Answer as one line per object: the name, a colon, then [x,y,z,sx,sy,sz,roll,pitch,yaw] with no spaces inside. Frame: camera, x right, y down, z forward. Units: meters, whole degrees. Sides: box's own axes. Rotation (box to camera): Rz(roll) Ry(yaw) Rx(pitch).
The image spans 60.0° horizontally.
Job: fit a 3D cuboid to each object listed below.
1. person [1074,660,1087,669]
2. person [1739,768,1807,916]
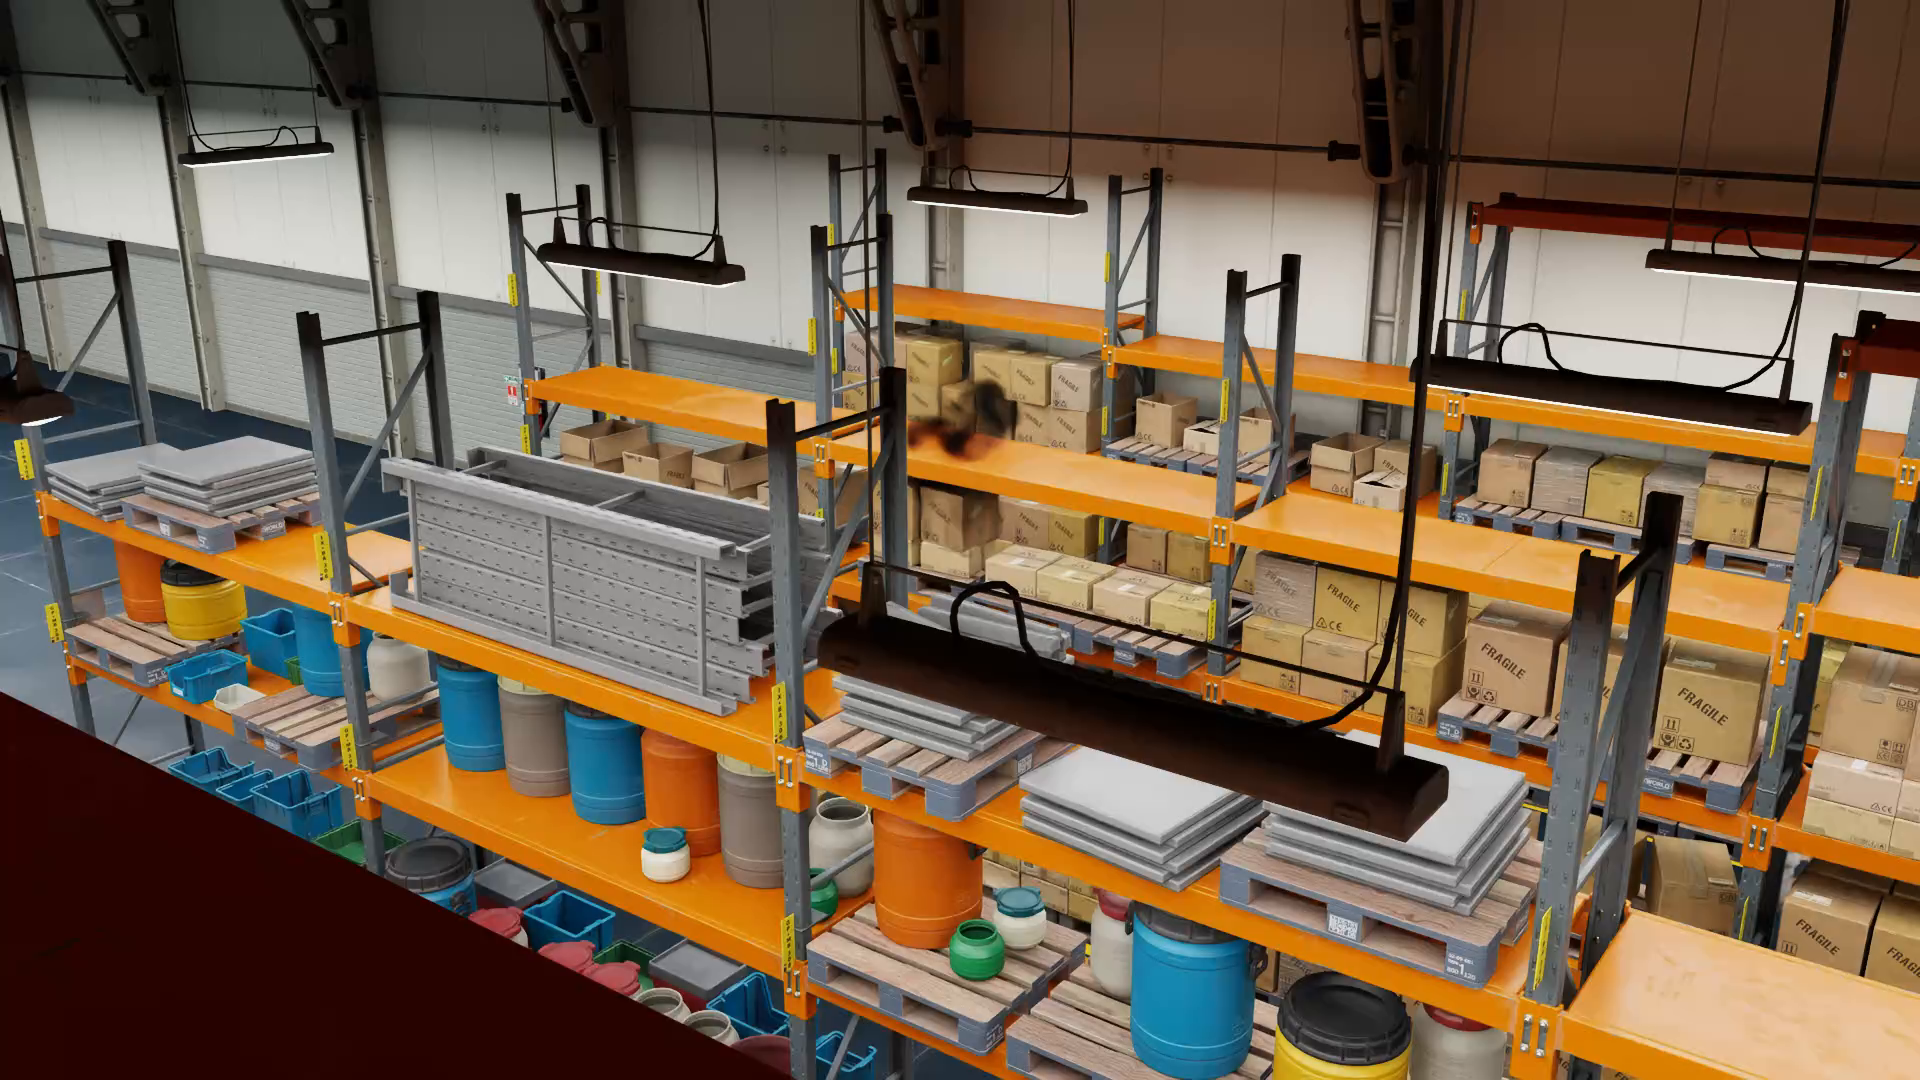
person: [1.107,1.580,16.866,0.835,1.829,0.672,10,21,26]
person: [6.943,2.722,14.095,0.915,1.816,0.660,9,20,25]
